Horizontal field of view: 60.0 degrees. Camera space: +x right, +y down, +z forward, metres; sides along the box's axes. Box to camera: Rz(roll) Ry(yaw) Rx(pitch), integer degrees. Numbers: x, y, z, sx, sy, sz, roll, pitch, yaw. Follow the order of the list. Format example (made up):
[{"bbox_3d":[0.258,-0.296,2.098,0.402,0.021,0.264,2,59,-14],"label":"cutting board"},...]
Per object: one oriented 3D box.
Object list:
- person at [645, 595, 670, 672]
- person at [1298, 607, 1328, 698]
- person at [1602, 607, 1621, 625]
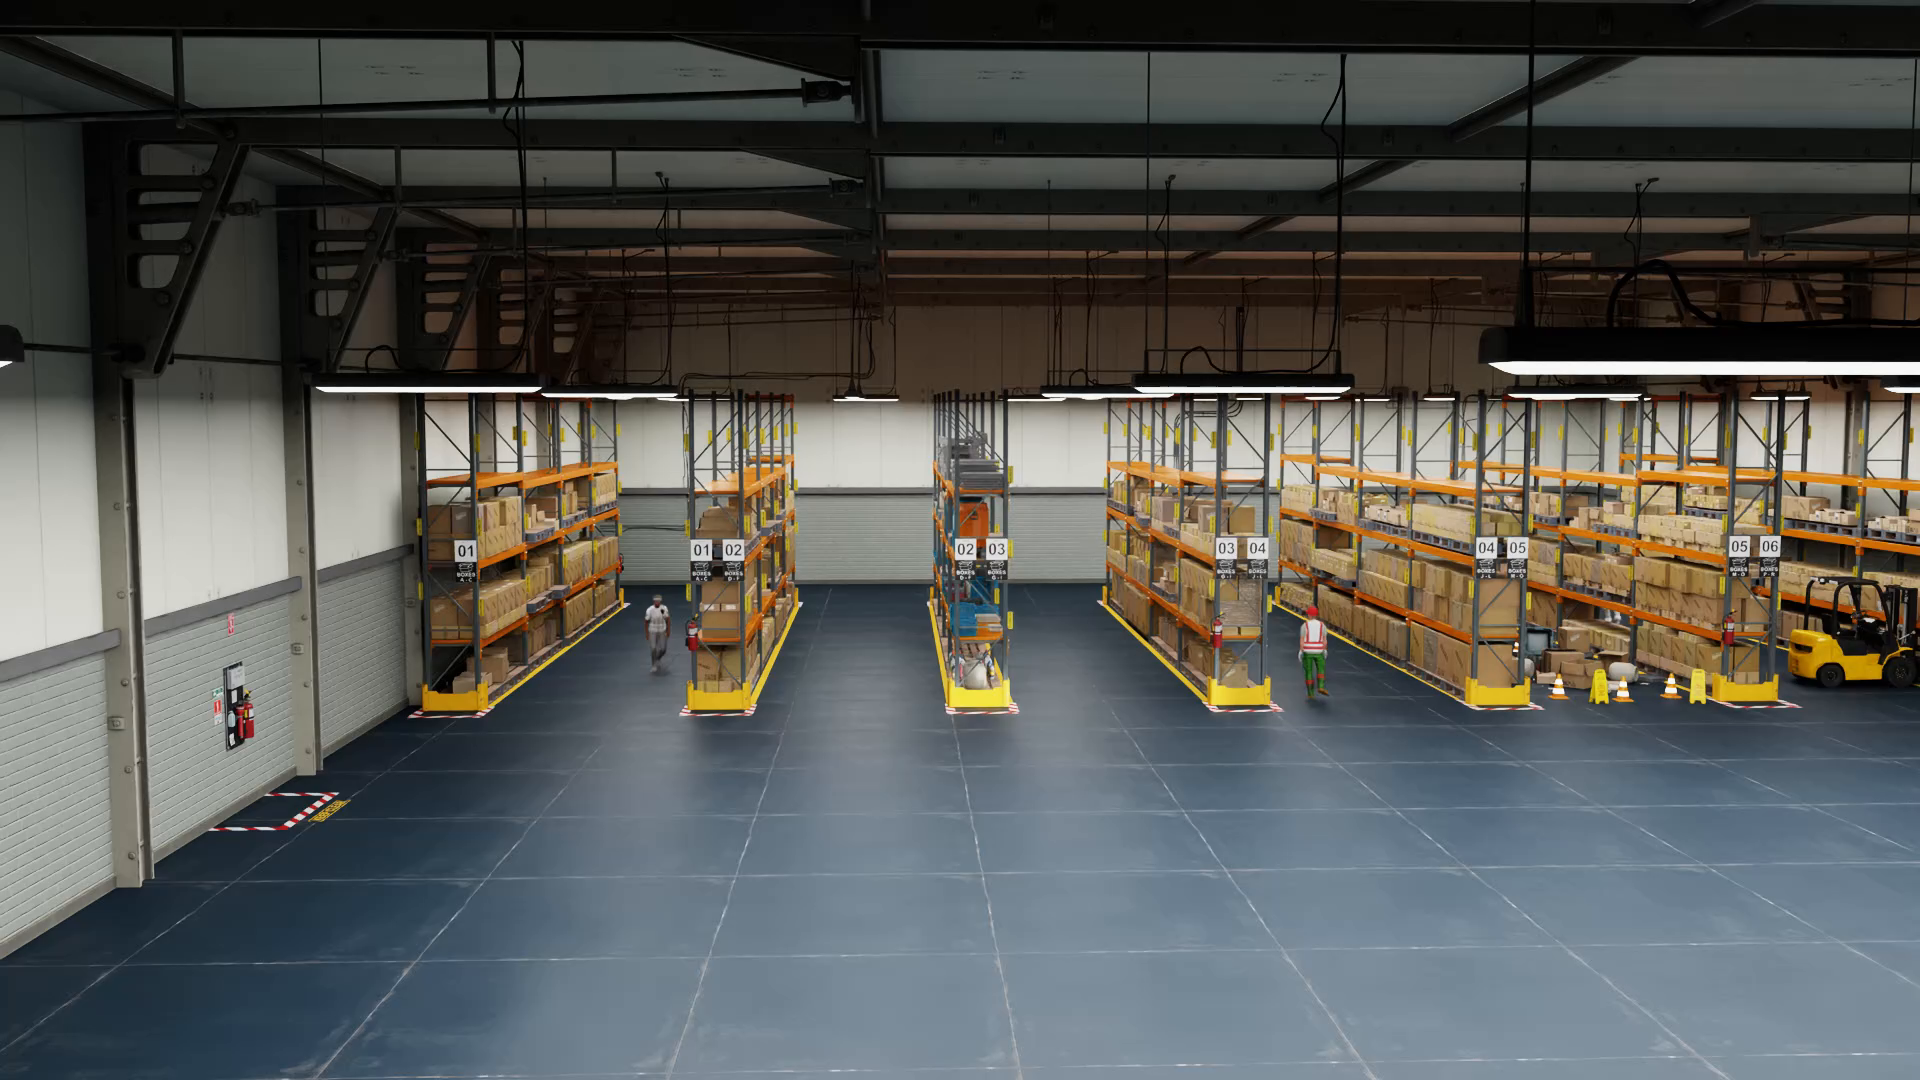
[{"bbox_3d":[-6.529,1.984,35.866,0.544,1.659,0.520,-1,5,-16],"label":"person"},{"bbox_3d":[6.887,2.192,32.409,0.577,1.793,0.479,0,5,4],"label":"person"},{"bbox_3d":[16.392,1.430,41.797,0.573,1.787,0.551,0,5,-3],"label":"person"}]
